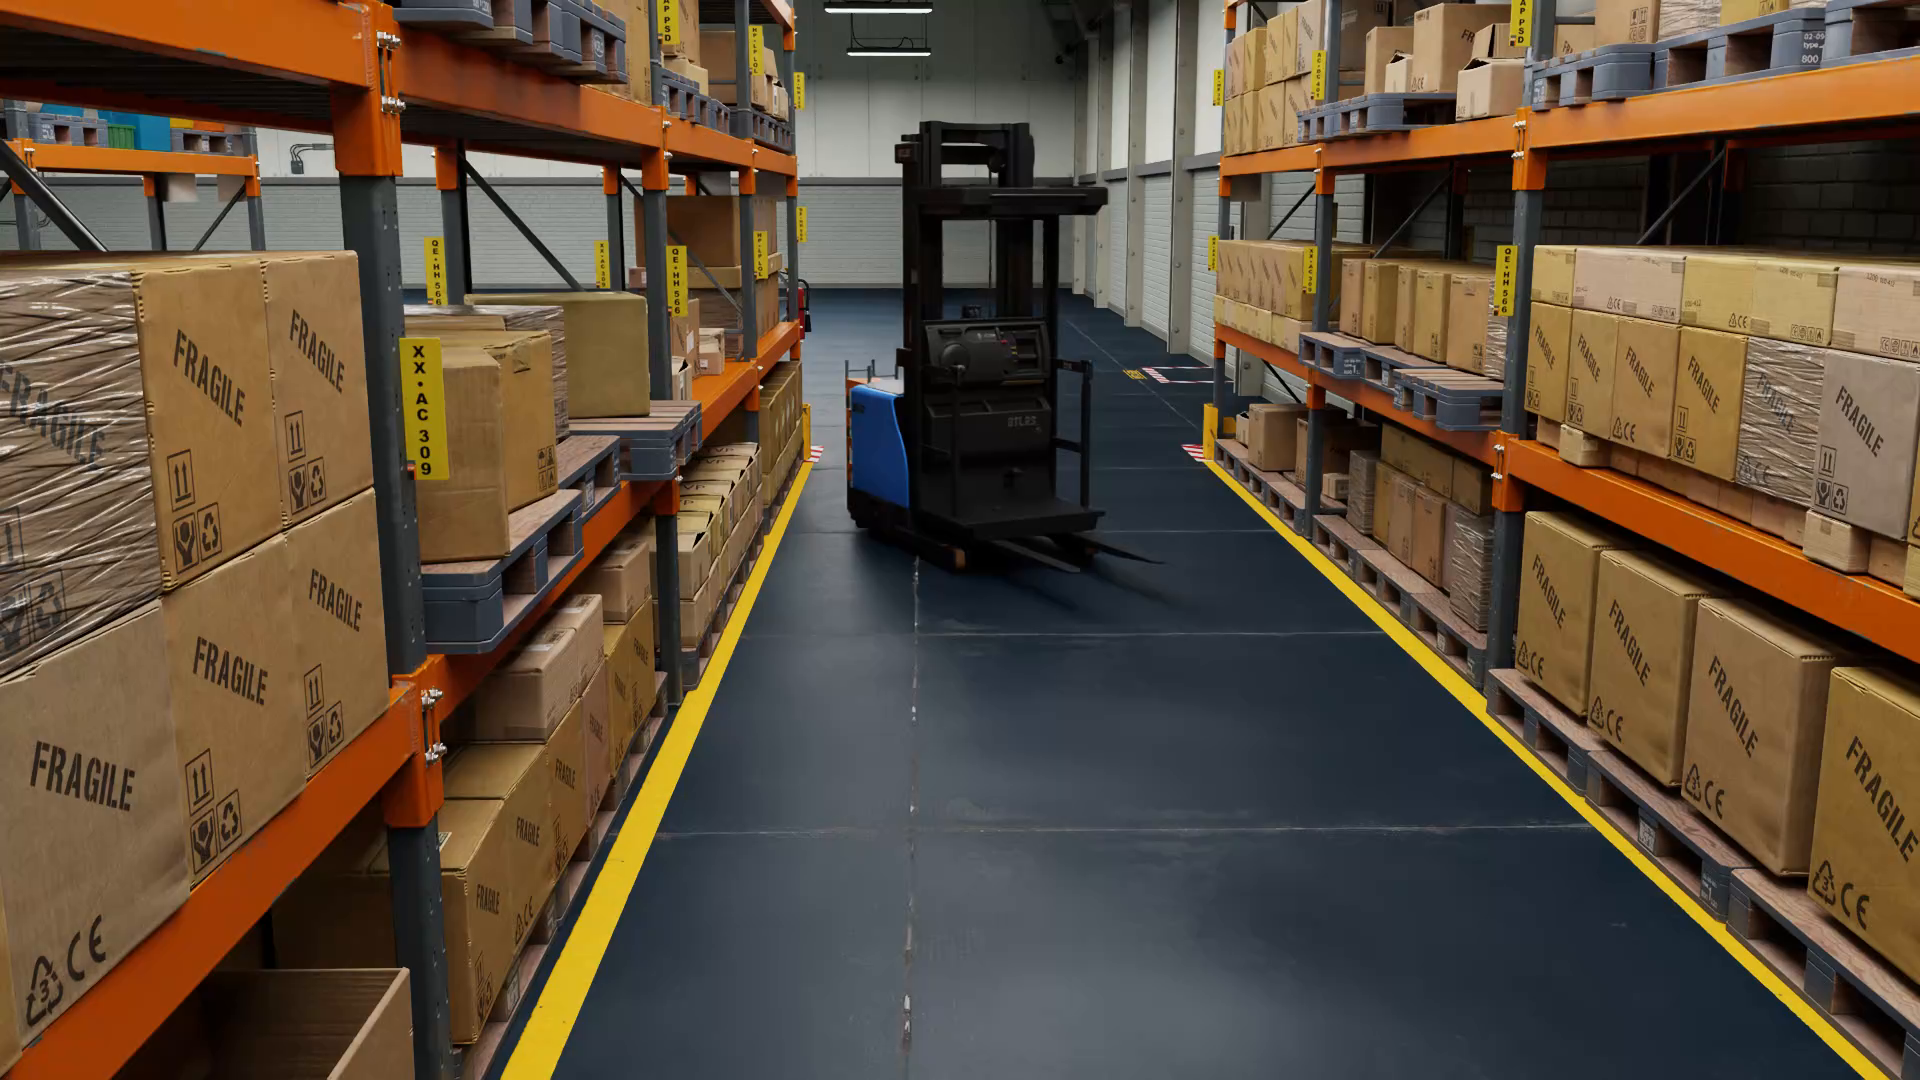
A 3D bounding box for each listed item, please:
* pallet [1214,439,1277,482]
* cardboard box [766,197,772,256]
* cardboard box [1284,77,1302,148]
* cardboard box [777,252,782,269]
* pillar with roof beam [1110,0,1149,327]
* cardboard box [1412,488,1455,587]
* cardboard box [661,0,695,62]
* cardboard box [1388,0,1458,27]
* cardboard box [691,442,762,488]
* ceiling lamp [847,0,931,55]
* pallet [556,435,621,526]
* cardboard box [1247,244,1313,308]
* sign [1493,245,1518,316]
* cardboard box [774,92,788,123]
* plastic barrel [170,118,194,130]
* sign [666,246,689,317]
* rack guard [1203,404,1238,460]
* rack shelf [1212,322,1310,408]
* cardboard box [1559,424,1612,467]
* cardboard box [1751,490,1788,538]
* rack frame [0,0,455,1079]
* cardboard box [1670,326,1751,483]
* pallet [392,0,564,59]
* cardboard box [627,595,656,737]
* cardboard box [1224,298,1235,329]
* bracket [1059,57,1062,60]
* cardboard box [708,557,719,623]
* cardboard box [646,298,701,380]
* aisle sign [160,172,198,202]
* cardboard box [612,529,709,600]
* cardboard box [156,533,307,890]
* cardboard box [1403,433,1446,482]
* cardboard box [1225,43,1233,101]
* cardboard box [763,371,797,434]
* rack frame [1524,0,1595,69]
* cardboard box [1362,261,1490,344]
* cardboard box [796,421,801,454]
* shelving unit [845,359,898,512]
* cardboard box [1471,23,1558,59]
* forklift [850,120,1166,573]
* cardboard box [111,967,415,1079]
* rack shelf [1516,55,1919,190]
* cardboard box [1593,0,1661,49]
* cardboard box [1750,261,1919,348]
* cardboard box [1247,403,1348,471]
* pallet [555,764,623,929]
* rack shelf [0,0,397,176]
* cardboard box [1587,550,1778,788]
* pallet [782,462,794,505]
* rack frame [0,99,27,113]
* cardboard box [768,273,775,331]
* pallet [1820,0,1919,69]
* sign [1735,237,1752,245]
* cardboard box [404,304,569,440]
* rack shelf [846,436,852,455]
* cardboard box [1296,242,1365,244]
[{"bbox_3d":[2.913,-0.734,15.147,1.003,0.211,1.213,0,11,-1],"label":"pallet"},{"bbox_3d":[-2.008,-2.733,14.474,0.700,0.500,0.500,-1,11,-3],"label":"cardboard box"},{"bbox_3d":[2.758,-3.211,12.497,0.500,0.500,0.500,-1,12,-6],"label":"cardboard box"},{"bbox_3d":[-1.824,-2.548,15.192,0.380,0.149,0.250,0,11,-2],"label":"cardboard box"},{"bbox_3d":[-0.866,-8.642,32.026,9.100,9.000,0.548,0,11,-1],"label":"pillar with roof beam"},{"bbox_3d":[3.096,-0.022,9.805,0.700,0.500,0.500,0,11,-1],"label":"cardboard box"},{"bbox_3d":[-1.931,-3.195,10.156,0.500,0.500,0.500,1,12,4],"label":"cardboard box"},{"bbox_3d":[3.289,-3.600,11.898,0.500,0.500,0.500,0,11,0],"label":"cardboard box"},{"bbox_3d":[-1.644,-0.515,11.503,0.500,0.311,0.500,0,11,-1],"label":"cardboard box"},{"bbox_3d":[-1.690,-13.118,39.404,2.000,3.185,0.800,0,11,-1],"label":"ceiling lamp"},{"bbox_3d":[-1.812,-0.186,5.912,1.003,0.211,1.213,0,11,-1],"label":"pallet"},{"bbox_3d":[2.667,-2.182,13.709,0.500,0.500,0.500,0,11,1],"label":"cardboard box"},{"bbox_3d":[2.553,-1.212,7.775,0.100,0.325,0.005,0,11,-1],"label":"sign"},{"bbox_3d":[-1.735,-3.700,14.175,0.500,0.250,0.500,0,11,-1],"label":"cardboard box"},{"bbox_3d":[-6.824,-3.779,14.067,0.600,0.588,0.600,0,11,0],"label":"plastic barrel"},{"bbox_3d":[-1.314,-1.199,7.712,0.100,0.325,0.005,0,11,-1],"label":"sign"},{"bbox_3d":[2.932,-1.037,15.915,1.175,0.500,0.348,0,11,-1],"label":"rack guard"},{"bbox_3d":[2.972,-1.527,13.853,1.077,0.370,4.000,0,11,-1],"label":"rack shelf"},{"bbox_3d":[2.788,-0.404,7.089,0.380,0.149,0.250,0,11,1],"label":"cardboard box"},{"bbox_3d":[2.906,-0.098,5.577,0.380,0.149,0.250,-1,11,-3],"label":"cardboard box"},{"bbox_3d":[-1.771,0.129,3.879,0.949,2.616,0.053,0,11,-1],"label":"rack frame"},{"bbox_3d":[2.879,-0.488,5.870,0.500,0.500,0.500,0,11,0],"label":"cardboard box"},{"bbox_3d":[-1.717,-1.379,4.240,1.213,0.211,1.003,0,11,-1],"label":"pallet"},{"bbox_3d":[-1.603,0.528,7.092,0.500,0.500,0.500,0,11,1],"label":"cardboard box"},{"bbox_3d":[2.648,-2.012,14.761,0.500,0.250,0.500,-1,11,-3],"label":"cardboard box"},{"bbox_3d":[2.790,-13.244,45.656,0.076,0.066,3.189,0,11,-1],"label":"bracket"},{"bbox_3d":[-1.585,0.270,9.042,0.500,0.250,0.500,-1,11,-3],"label":"cardboard box"},{"bbox_3d":[-1.929,-1.253,10.439,0.500,0.500,0.500,1,11,3],"label":"cardboard box"},{"bbox_3d":[-7.269,-3.524,15.347,0.394,0.787,0.004,0,11,-1],"label":"aisle sign"},{"bbox_3d":[-1.574,0.095,8.494,0.500,0.311,0.500,0,11,1],"label":"cardboard box"},{"bbox_3d":[-1.495,0.281,2.880,0.500,0.500,0.500,0,11,0],"label":"cardboard box"},{"bbox_3d":[3.072,-0.503,10.290,0.500,0.250,0.500,-1,11,-3],"label":"cardboard box"},{"bbox_3d":[2.696,-4.219,14.949,0.500,0.500,0.500,-1,12,-5],"label":"cardboard box"},{"bbox_3d":[-1.678,-1.178,14.295,0.500,0.500,0.500,0,11,-1],"label":"cardboard box"},{"bbox_3d":[3.096,-3.627,7.306,1.000,3.000,0.127,0,11,-1],"label":"rack frame"},{"bbox_3d":[2.994,-1.535,10.721,0.700,0.500,0.500,1,12,5],"label":"cardboard box"},{"bbox_3d":[-1.693,-0.910,14.860,0.500,0.250,0.500,0,11,-1],"label":"cardboard box"},{"bbox_3d":[-0.679,-0.774,12.854,0.258,1.200,0.503,-5,13,-23],"label":"shelving unit"},{"bbox_3d":[3.162,-2.476,8.864,0.797,0.503,0.637,1,12,7],"label":"cardboard box"},{"bbox_3d":[0.292,-1.322,11.202,1.130,2.935,3.031,-6,13,-26],"label":"forklift"},{"bbox_3d":[-1.479,1.250,3.532,0.500,0.500,0.500,0,11,-1],"label":"cardboard box"},{"bbox_3d":[3.137,-1.407,5.716,1.077,0.370,4.000,0,11,-1],"label":"rack shelf"},{"bbox_3d":[3.163,-2.328,7.086,0.700,0.500,0.500,-1,12,-6],"label":"cardboard box"},{"bbox_3d":[2.901,-0.759,5.321,0.500,0.250,0.500,0,11,0],"label":"cardboard box"},{"bbox_3d":[2.832,-0.871,13.988,0.700,0.500,0.500,-1,12,-5],"label":"cardboard box"},{"bbox_3d":[-1.857,1.091,6.151,1.003,0.211,1.213,0,11,-1],"label":"pallet"},{"bbox_3d":[-1.733,-0.591,1.693,1.077,0.370,4.000,0,11,-1],"label":"rack shelf"},{"bbox_3d":[2.991,0.481,6.493,0.750,0.750,0.750,0,11,-1],"label":"cardboard box"},{"bbox_3d":[-1.942,-0.496,13.974,1.003,0.211,1.213,0,11,-1],"label":"pallet"},{"bbox_3d":[-6.892,-4.382,11.025,1.000,3.000,0.127,0,11,-1],"label":"rack frame"},{"bbox_3d":[-2.010,-2.108,14.655,0.700,0.500,0.500,0,11,0],"label":"cardboard box"},{"bbox_3d":[3.110,-1.450,4.601,0.805,0.209,1.217,-1,11,-3],"label":"pallet"},{"bbox_3d":[3.651,-1.258,7.802,0.100,0.325,0.005,0,11,-1],"label":"sign"},{"bbox_3d":[-1.903,-0.614,6.232,0.700,0.500,0.500,2,12,10],"label":"cardboard box"},{"bbox_3d":[-0.679,-0.708,12.868,0.258,0.148,0.480,-5,13,-23],"label":"rack shelf"},{"bbox_3d":[3.168,-2.286,14.222,0.500,0.500,0.500,-1,11,-3],"label":"cardboard box"}]
